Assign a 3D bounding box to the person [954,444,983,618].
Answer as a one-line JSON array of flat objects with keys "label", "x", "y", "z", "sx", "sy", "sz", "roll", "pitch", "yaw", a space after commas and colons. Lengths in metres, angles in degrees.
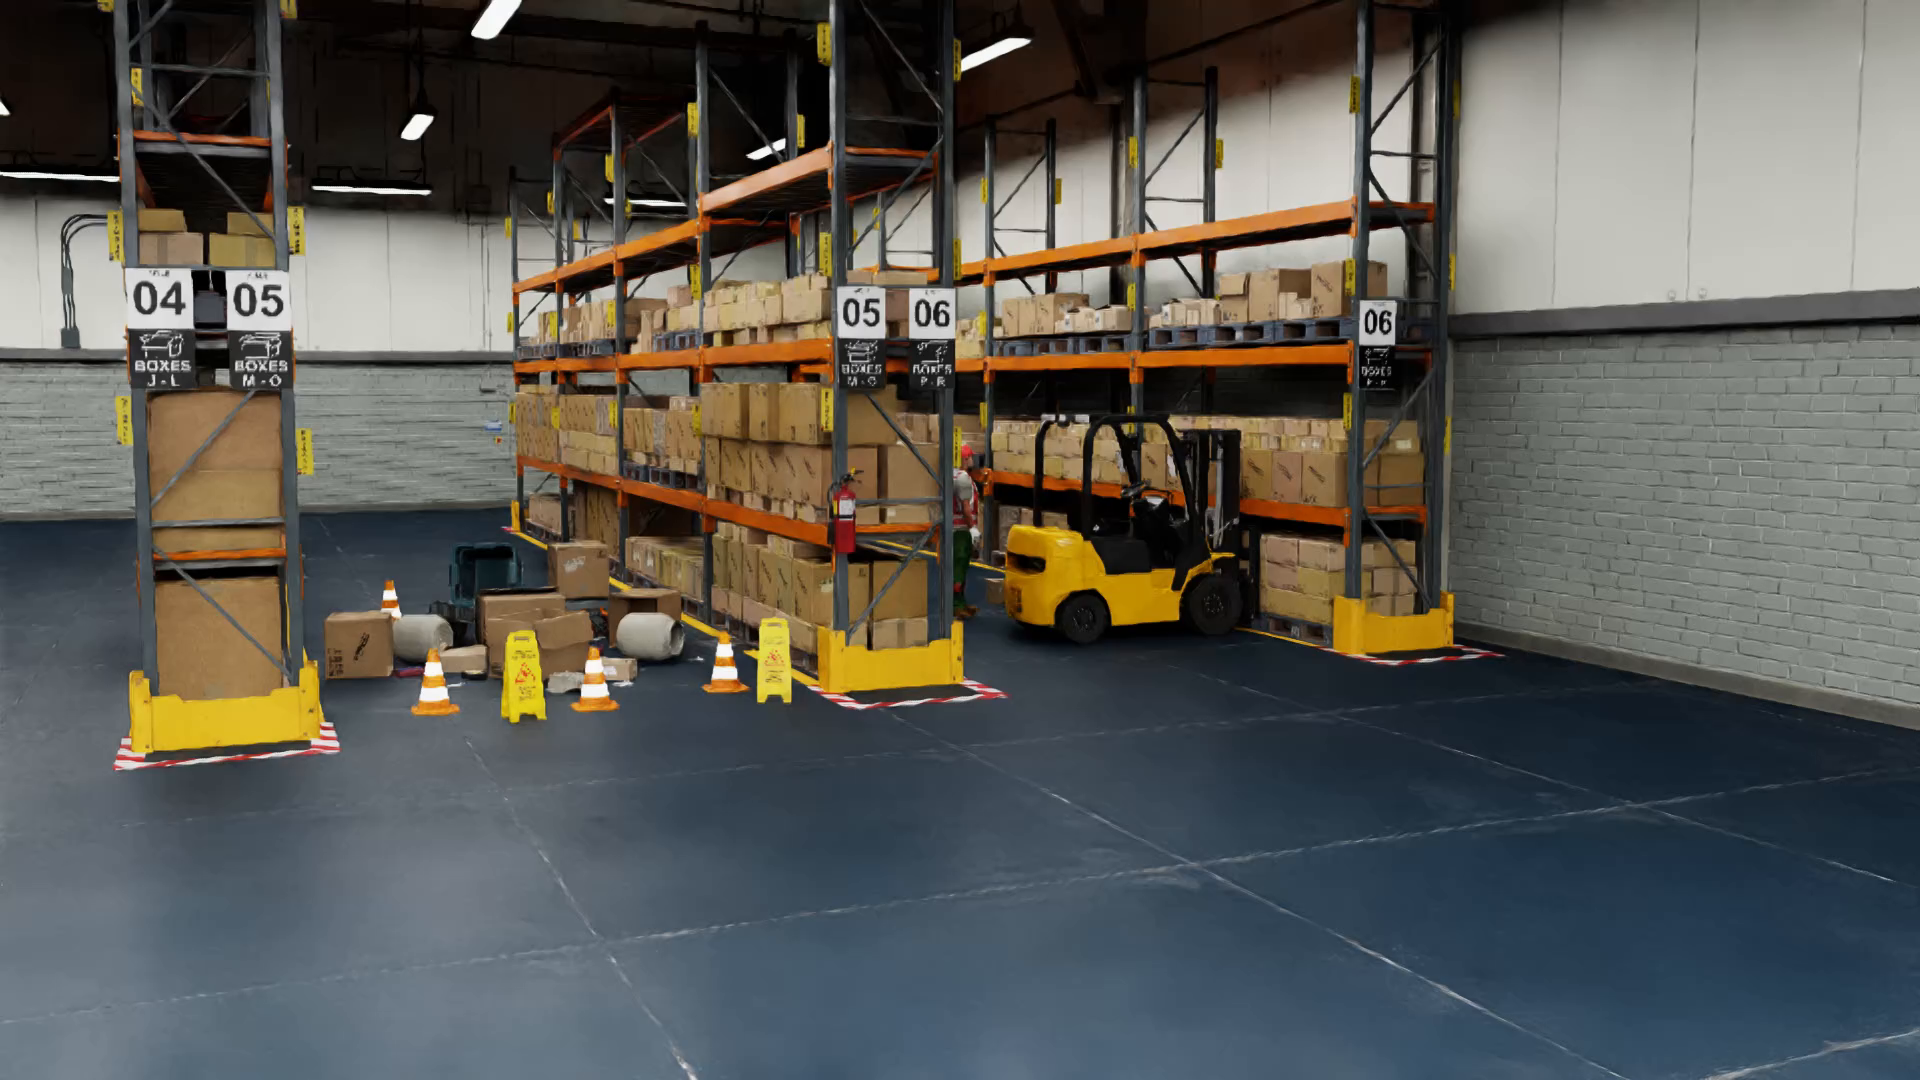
[{"label": "person", "x": 0.040, "y": -0.112, "z": 17.456, "sx": 0.379, "sy": 1.795, "sz": 0.665, "roll": -1, "pitch": 5, "yaw": -7}]
